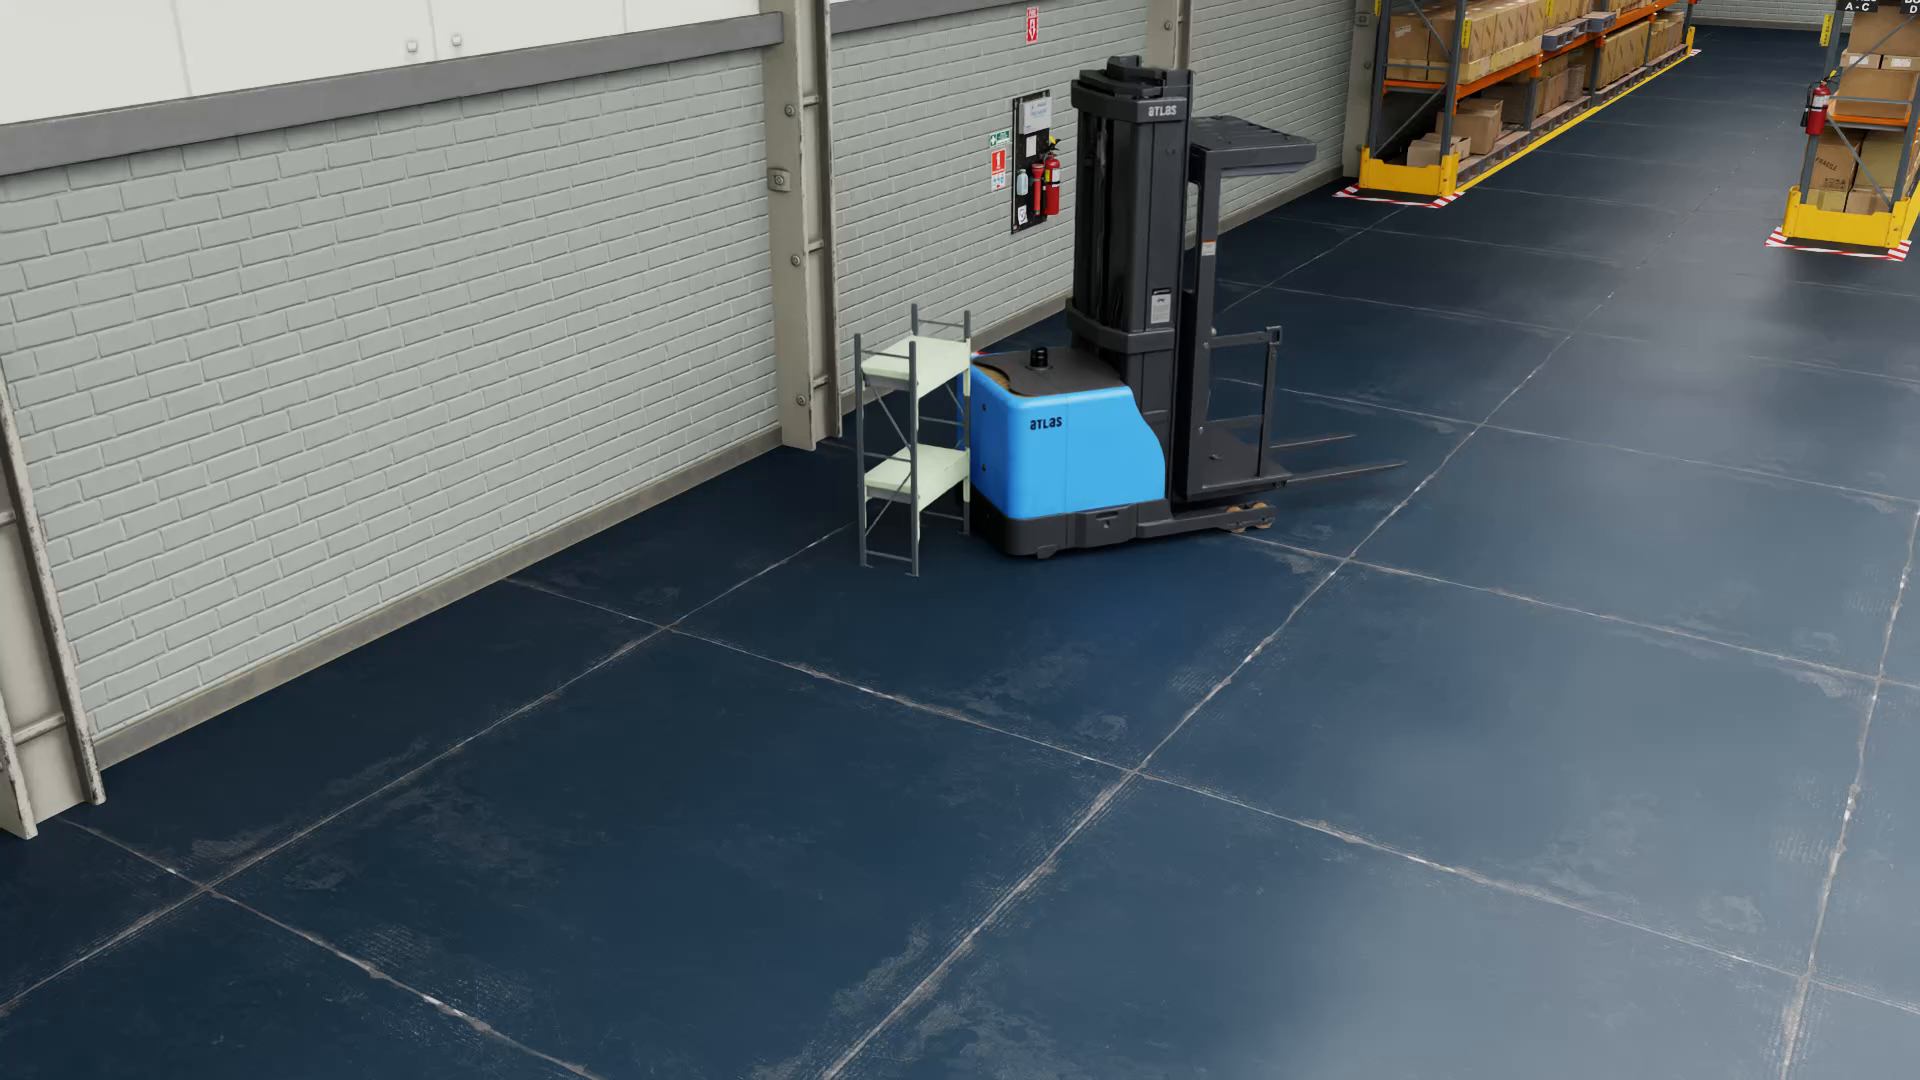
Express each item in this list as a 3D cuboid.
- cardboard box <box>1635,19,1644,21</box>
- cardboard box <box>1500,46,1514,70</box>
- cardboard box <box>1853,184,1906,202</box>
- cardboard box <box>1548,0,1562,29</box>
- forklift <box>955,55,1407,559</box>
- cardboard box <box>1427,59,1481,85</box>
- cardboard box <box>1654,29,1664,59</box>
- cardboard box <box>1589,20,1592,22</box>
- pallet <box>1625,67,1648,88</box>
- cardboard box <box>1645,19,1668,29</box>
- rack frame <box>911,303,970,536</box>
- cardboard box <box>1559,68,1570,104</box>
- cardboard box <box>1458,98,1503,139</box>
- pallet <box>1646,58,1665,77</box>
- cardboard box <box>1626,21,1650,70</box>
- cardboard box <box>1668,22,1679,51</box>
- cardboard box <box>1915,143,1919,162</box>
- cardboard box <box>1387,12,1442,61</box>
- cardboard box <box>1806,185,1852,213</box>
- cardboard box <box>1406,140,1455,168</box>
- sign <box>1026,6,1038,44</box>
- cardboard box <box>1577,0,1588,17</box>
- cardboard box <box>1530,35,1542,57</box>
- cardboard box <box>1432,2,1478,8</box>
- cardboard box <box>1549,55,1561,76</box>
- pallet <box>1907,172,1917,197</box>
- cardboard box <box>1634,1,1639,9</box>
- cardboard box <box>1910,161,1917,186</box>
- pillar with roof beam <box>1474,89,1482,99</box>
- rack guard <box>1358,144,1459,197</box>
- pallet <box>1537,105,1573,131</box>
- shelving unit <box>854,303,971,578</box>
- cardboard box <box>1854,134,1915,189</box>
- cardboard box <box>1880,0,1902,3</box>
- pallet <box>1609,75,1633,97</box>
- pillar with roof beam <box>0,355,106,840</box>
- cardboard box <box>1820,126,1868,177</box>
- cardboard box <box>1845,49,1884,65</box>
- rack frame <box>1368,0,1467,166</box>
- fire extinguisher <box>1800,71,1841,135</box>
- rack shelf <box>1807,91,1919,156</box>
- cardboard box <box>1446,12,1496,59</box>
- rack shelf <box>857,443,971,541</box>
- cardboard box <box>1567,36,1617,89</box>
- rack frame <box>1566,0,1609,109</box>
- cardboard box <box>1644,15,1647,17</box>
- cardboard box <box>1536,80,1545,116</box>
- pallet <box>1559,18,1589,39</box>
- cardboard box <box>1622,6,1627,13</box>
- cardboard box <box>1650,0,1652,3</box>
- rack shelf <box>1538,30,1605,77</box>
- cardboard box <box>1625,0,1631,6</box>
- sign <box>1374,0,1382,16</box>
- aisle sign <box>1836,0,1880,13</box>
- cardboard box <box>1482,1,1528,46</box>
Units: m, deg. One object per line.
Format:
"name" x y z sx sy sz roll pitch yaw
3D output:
"cardboard box" 12.557 -9.649 31.063 0.380 0.149 0.250 13 27 27
"cardboard box" 6.907 -6.322 21.741 0.500 0.250 0.500 14 27 29
"cardboard box" 10.519 -3.962 19.059 0.500 0.250 0.500 14 27 29
"cardboard box" 8.284 -7.714 24.113 0.700 0.500 0.500 17 29 34
"forklift" 1.539 -1.578 10.706 3.031 2.935 1.130 -9 25 -19
"cardboard box" 6.103 -5.803 20.542 0.500 0.250 0.500 13 27 27
"cardboard box" 12.655 -9.260 30.982 0.700 0.500 0.500 14 27 28
"cardboard box" 10.166 -8.421 26.717 0.380 0.149 0.250 13 27 28
"pallet" 11.563 -8.258 29.561 1.003 0.211 1.213 14 27 29
"cardboard box" 12.998 -9.642 31.049 0.380 0.149 0.250 13 27 27
"rack frame" -0.120 -0.755 10.607 0.400 1.500 0.023 11 26 24
"cardboard box" 9.090 -7.116 26.004 0.700 0.500 0.500 14 27 29
"cardboard box" 7.172 -5.810 22.989 0.500 0.500 0.500 12 26 25
"pallet" 12.373 -8.775 30.754 1.003 0.211 1.213 14 27 29
"cardboard box" 11.673 -8.774 29.419 0.750 0.750 0.750 14 27 30
"cardboard box" 13.467 -9.784 32.193 0.700 0.500 0.500 14 27 29
"cardboard box" 11.303 -4.814 20.084 0.500 0.500 0.500 14 27 29
"cardboard box" 5.644 -6.252 20.637 0.500 0.500 0.500 14 27 28
"cardboard box" 9.818 -3.901 18.918 0.500 0.250 0.500 14 27 29
"cardboard box" 6.017 -4.947 21.232 0.500 0.311 0.500 11 26 23
"sign" 0.620 -4.413 14.249 0.001 0.298 0.199 14 27 29
"cardboard box" 9.284 -8.357 25.599 0.700 0.500 0.500 11 26 24
"cardboard box" 7.693 -6.831 22.918 0.500 0.250 0.500 14 27 29
"cardboard box" 6.452 -6.766 21.822 0.500 0.500 0.500 14 27 30
"cardboard box" 8.839 -7.255 25.383 0.500 0.250 0.500 14 27 29
"pallet" 11.441 -4.538 20.967 1.003 0.211 1.213 14 27 29
"cardboard box" 11.405 -9.197 28.509 0.380 0.149 0.250 14 27 29
"cardboard box" 11.314 -4.467 20.226 0.500 0.250 0.500 14 27 29
"pillar with roof beam" 12.032 -10.058 22.656 9.100 9.000 0.400 14 27 29
"rack guard" 5.616 -4.643 20.845 1.175 0.500 0.348 14 27 29
"pallet" 8.738 -6.511 25.525 1.003 0.211 1.213 14 27 29
"shelving unit" -0.280 -0.625 10.305 0.431 1.500 0.755 11 26 24
"cardboard box" 10.520 -4.306 18.909 0.500 0.500 0.500 14 27 29
"cardboard box" 10.344 -5.720 18.428 0.700 0.500 0.500 13 27 28
"pallet" 10.920 -7.845 28.606 1.003 0.211 1.213 14 27 29
"pillar with roof beam" -0.628 -1.957 3.945 9.100 9.000 0.400 14 27 29
"cardboard box" 10.331 -4.586 19.557 0.500 0.500 0.500 14 27 29
"cardboard box" 9.963 -5.328 18.340 0.380 0.149 0.250 15 27 30
"rack frame" 5.576 -5.764 20.289 1.000 3.000 0.127 14 27 29
"fire extinguisher" 9.329 -4.749 18.042 0.296 0.674 0.183 14 27 29
"rack shelf" 10.841 -5.072 19.597 1.077 0.370 4.000 14 27 29
"cardboard box" 6.352 -6.312 20.773 0.500 0.500 0.500 14 27 29
"rack shelf" -0.280 -0.326 10.435 0.431 0.370 0.720 11 26 24
"cardboard box" 10.295 -7.891 27.380 0.750 0.750 0.750 13 27 28
"rack frame" 9.796 -8.464 26.527 1.000 3.000 0.127 14 27 29
"cardboard box" 12.960 -9.906 31.659 0.380 0.149 0.250 14 27 29
"cardboard box" 8.290 -6.606 24.826 0.700 0.500 0.500 13 27 28
"pallet" 8.786 -7.700 25.001 1.003 0.211 1.213 14 27 29
"cardboard box" 10.966 -8.941 27.918 0.380 0.149 0.250 14 27 29
"cardboard box" 11.968 -9.535 29.290 0.380 0.149 0.250 14 27 29
"rack shelf" 8.741 -7.459 25.110 1.077 0.370 4.000 14 27 29
"cardboard box" 10.816 -9.108 27.489 0.500 0.500 0.500 14 27 29
"sign" 5.115 -6.564 20.281 0.100 0.325 0.005 14 27 29
"aisle sign" 9.502 -5.960 17.469 0.394 0.787 0.004 14 27 29
"cardboard box" 7.166 -6.837 21.987 0.500 0.500 0.500 13 27 27
